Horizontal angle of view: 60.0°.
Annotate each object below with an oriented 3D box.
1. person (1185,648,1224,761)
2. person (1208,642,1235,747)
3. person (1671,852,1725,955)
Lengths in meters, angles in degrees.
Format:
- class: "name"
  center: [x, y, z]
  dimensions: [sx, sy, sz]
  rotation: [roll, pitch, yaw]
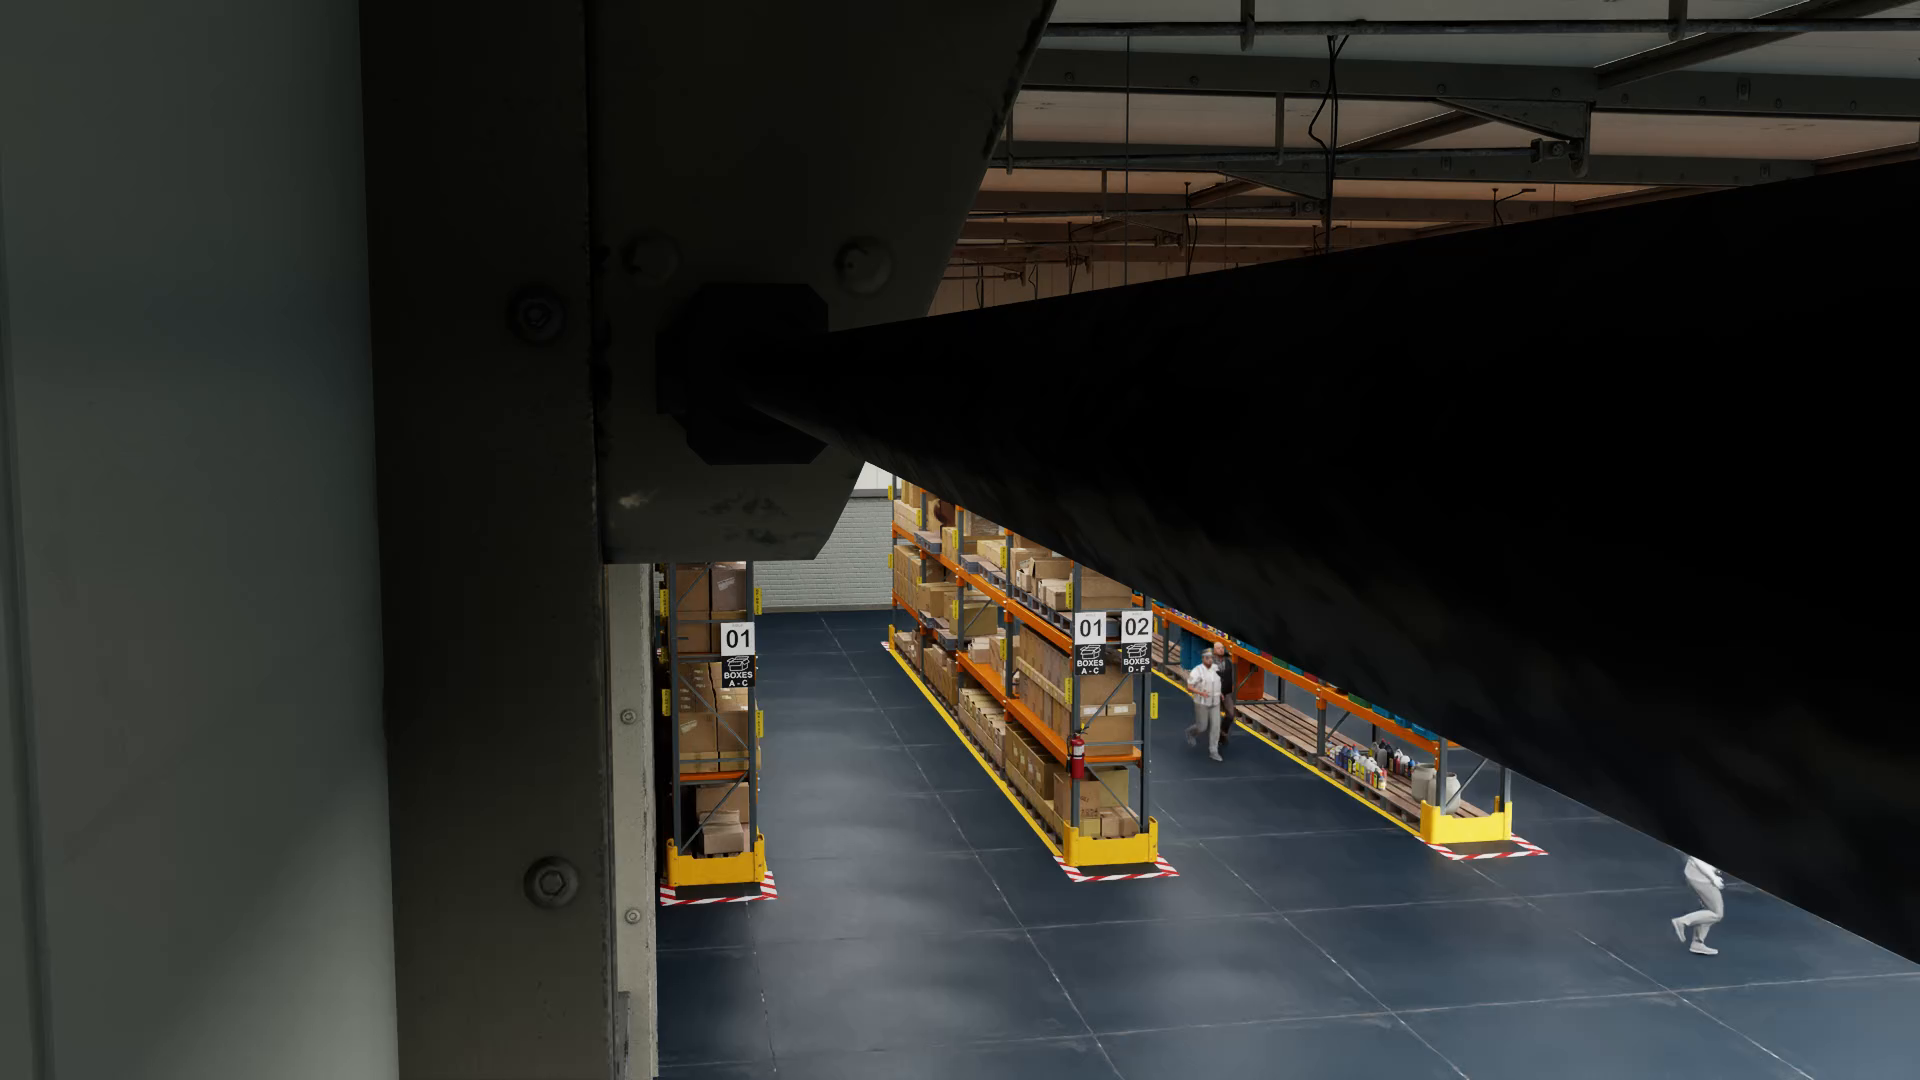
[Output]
- class: "person"
  center: [3.936, 2.582, 26.495]
  dimensions: [0.665, 1.754, 0.945]
  rotation: [-2, 7, -21]
- class: "person"
  center: [4.271, 2.547, 27.235]
  dimensions: [0.640, 1.736, 0.669]
  rotation: [-1, 6, -11]
- class: "person"
  center: [7.865, 3.601, 17.725]
  dimensions: [0.555, 1.651, 0.615]
  rotation: [1, 6, 6]
